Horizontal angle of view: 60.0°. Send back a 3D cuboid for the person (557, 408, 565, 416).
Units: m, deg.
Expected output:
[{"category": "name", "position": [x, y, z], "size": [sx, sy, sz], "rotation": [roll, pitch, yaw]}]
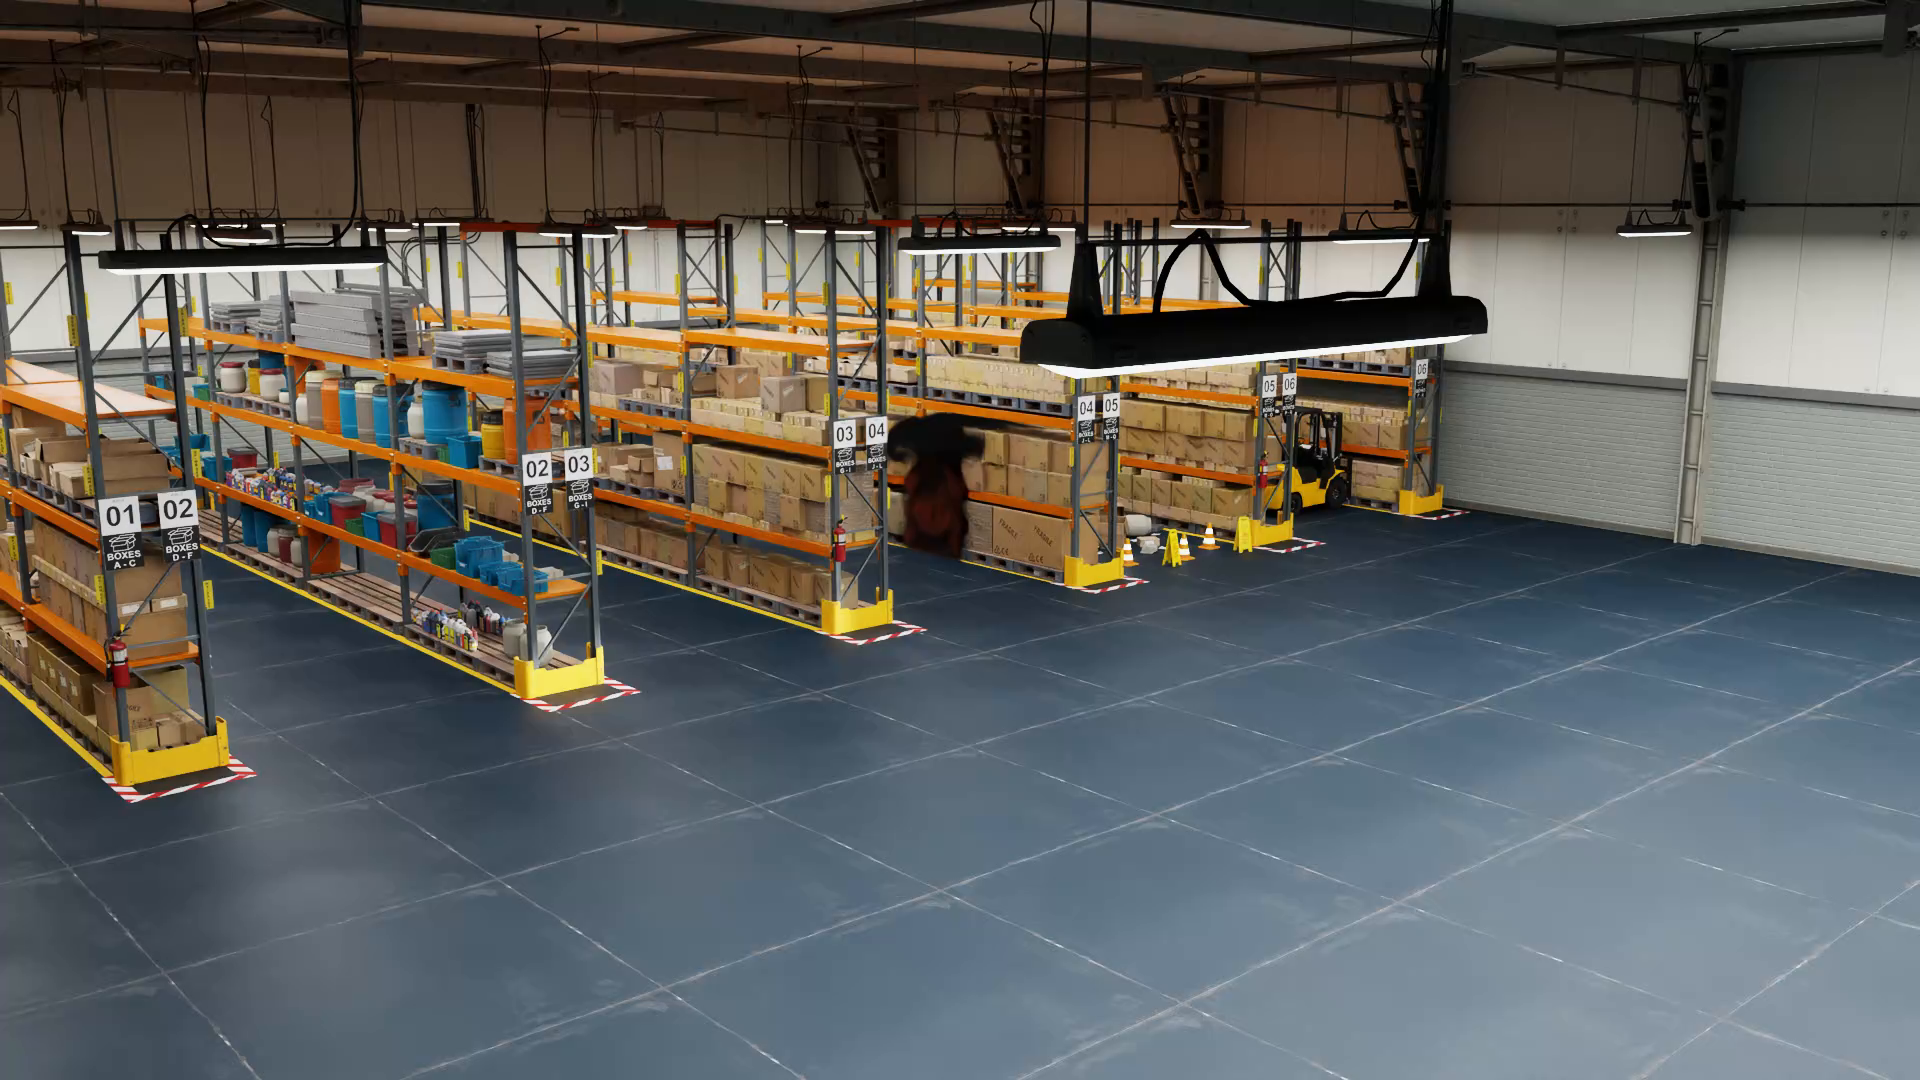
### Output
[{"category": "person", "position": [-9.457, -2.347, 39.355], "size": [0.553, 1.705, 0.719], "rotation": [-4, 12, -17]}]
